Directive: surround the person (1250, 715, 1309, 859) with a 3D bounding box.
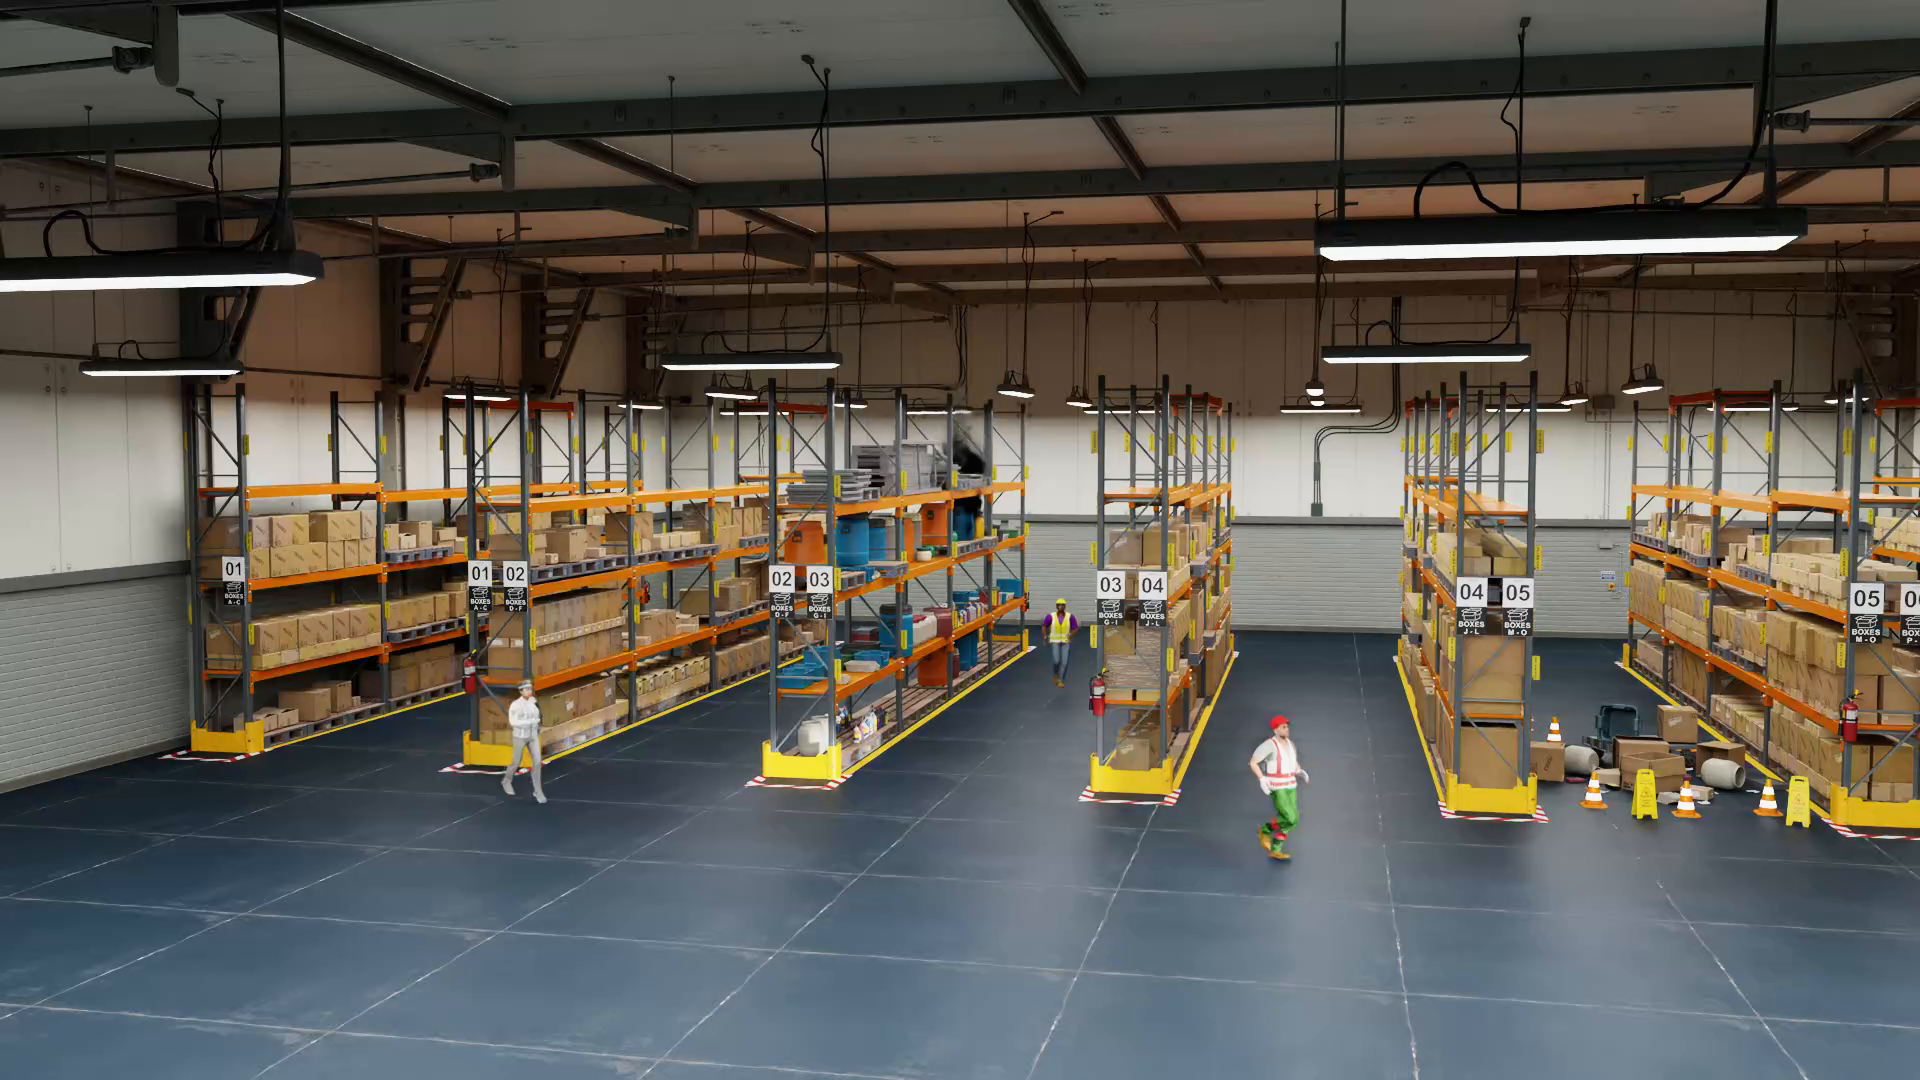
[{"bbox_3d":[3.897,2.989,20.026,0.664,1.745,0.583,-3,4,-39],"label":"person"}]

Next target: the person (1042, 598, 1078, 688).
[{"bbox_3d":[1.950,2.005,32.276,0.699,1.737,0.537,0,3,0],"label":"person"}]

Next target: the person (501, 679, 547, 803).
[{"bbox_3d":[-6.136,2.798,23.388,0.890,1.716,0.591,3,4,41],"label":"person"}]
